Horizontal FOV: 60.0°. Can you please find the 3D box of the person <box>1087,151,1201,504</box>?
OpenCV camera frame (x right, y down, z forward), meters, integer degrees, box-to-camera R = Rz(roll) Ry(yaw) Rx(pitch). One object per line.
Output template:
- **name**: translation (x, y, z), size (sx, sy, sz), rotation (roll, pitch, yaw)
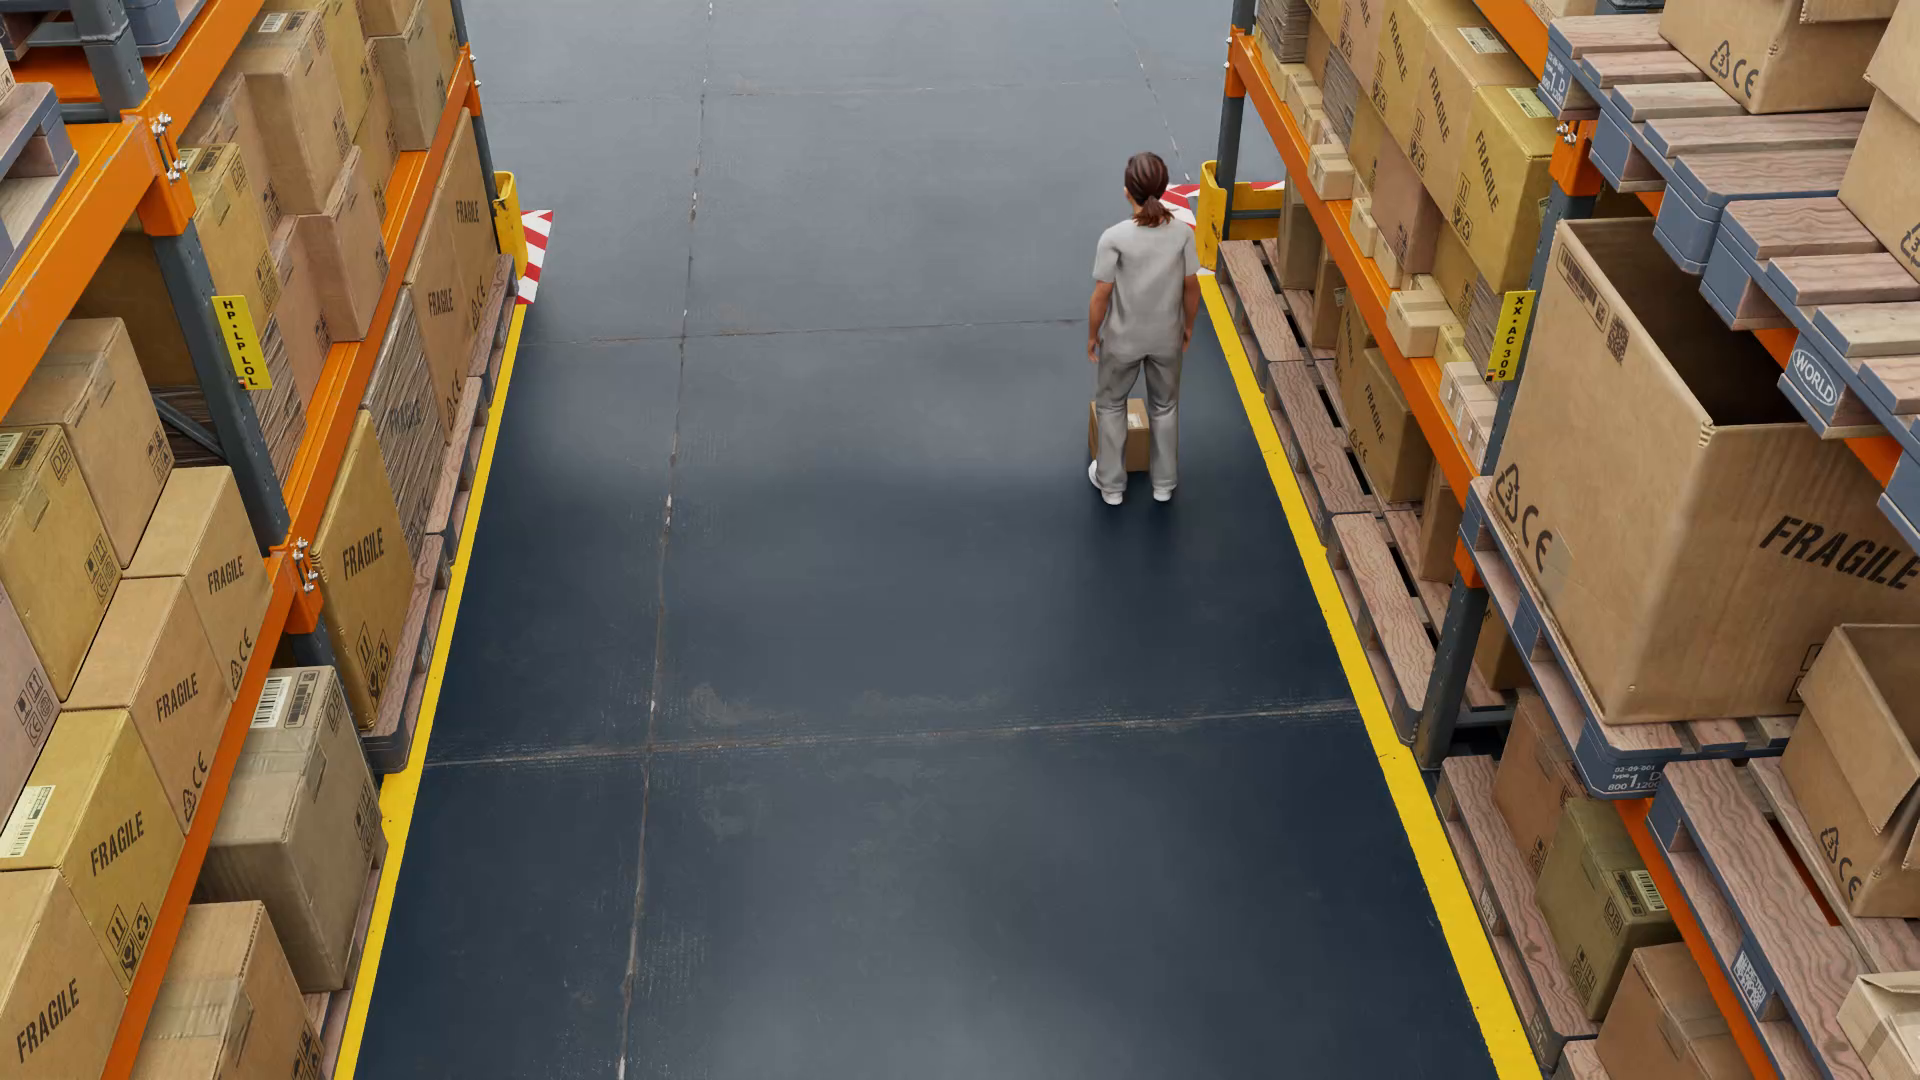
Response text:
- **person**: translation (0.789, -0.886, 7.241), size (0.496, 1.671, 0.364), rotation (-5, 39, -6)
